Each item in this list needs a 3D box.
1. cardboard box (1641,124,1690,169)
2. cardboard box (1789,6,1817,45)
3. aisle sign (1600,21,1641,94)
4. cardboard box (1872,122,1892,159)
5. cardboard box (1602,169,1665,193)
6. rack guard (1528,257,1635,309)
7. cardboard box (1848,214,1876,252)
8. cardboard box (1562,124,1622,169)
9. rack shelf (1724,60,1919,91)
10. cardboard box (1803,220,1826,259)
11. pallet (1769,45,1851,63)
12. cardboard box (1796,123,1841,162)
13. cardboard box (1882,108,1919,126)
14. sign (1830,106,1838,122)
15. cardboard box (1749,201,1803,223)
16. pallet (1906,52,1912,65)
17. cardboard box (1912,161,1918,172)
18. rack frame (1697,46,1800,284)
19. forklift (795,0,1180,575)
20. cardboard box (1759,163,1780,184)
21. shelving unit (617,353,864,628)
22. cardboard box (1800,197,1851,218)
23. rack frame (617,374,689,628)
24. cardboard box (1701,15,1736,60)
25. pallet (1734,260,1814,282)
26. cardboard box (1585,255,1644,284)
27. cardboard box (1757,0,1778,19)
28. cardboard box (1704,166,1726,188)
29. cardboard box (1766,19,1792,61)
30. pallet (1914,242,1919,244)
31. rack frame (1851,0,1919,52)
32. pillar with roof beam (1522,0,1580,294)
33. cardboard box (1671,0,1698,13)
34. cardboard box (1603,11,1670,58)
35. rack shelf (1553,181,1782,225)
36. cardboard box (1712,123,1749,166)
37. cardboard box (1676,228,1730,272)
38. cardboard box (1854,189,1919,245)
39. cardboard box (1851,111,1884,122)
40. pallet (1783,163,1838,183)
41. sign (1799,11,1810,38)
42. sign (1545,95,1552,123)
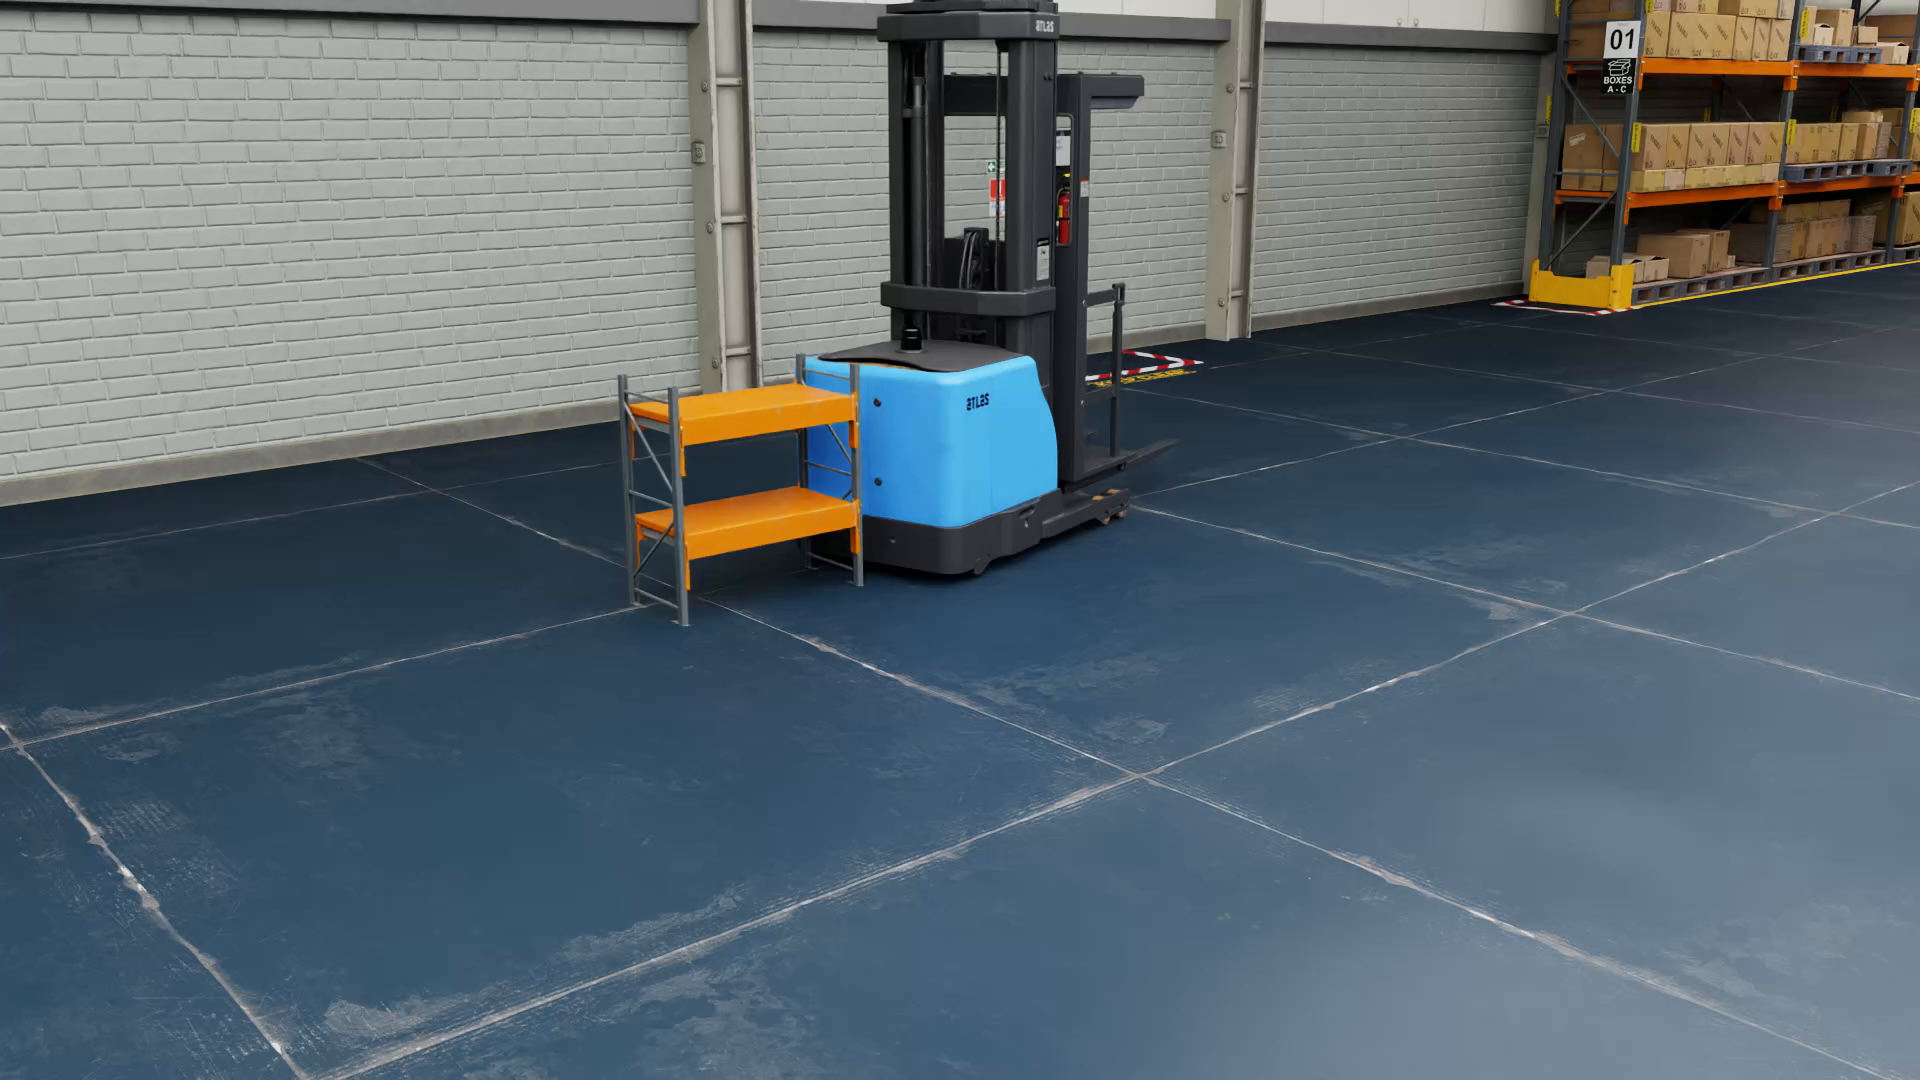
[{"bbox_3d":[8.230,-4.648,19.637,0.500,0.500,0.500,-13,19,-39],"label":"cardboard box"},{"bbox_3d":[10.775,-6.699,21.698,0.500,0.500,0.500,-9,18,-32],"label":"cardboard box"},{"bbox_3d":[7.435,-5.430,18.728,0.004,0.787,0.394,-13,19,-39],"label":"aisle sign"},{"bbox_3d":[12.980,-5.779,24.026,0.700,0.500,0.500,13,20,40],"label":"cardboard box"},{"bbox_3d":[7.869,-4.202,19.422,0.500,0.250,0.500,-13,20,-41],"label":"cardboard box"},{"bbox_3d":[7.350,-3.050,19.698,0.348,0.500,1.175,-13,19,-39],"label":"rack guard"},{"bbox_3d":[12.819,-4.472,24.172,0.500,0.500,0.700,-12,19,-39],"label":"cardboard box"},{"bbox_3d":[7.509,-4.665,19.701,0.500,0.500,0.500,-13,20,-40],"label":"cardboard box"},{"bbox_3d":[11.819,-6.362,22.838,4.000,0.370,1.077,-13,19,-39],"label":"rack shelf"},{"bbox_3d":[11.623,-4.231,23.267,0.500,0.500,0.700,-12,19,-39],"label":"cardboard box"},{"bbox_3d":[10.846,-6.364,21.815,1.003,0.211,1.213,-13,19,-39],"label":"pallet"},{"bbox_3d":[11.619,-5.473,22.882,0.500,0.500,0.700,-10,18,-32],"label":"cardboard box"},{"bbox_3d":[13.861,-6.195,24.369,0.500,0.250,0.500,-12,19,-38],"label":"cardboard box"},{"bbox_3d":[12.961,-6.266,24.654,0.005,0.325,0.100,-13,19,-39],"label":"sign"},{"bbox_3d":[11.185,-4.492,22.794,0.500,0.250,0.500,-13,20,-41],"label":"cardboard box"},{"bbox_3d":[13.779,-7.077,24.485,1.003,0.211,1.213,-12,19,-37],"label":"pallet"},{"bbox_3d":[13.924,-5.540,24.624,0.250,0.149,0.380,-12,19,-39],"label":"cardboard box"},{"bbox_3d":[10.310,-4.922,21.864,0.127,3.000,1.000,-13,19,-39],"label":"rack frame"},{"bbox_3d":[0.341,-1.566,9.434,1.130,2.935,3.031,9,18,31],"label":"forklift"},{"bbox_3d":[10.152,-4.720,21.360,0.500,0.250,0.500,-13,19,-39],"label":"cardboard box"},{"bbox_3d":[-1.047,-0.271,8.086,1.048,1.125,0.538,-12,19,-39],"label":"shelving unit"},{"bbox_3d":[12.348,-4.750,23.760,0.500,0.250,0.500,-12,19,-38],"label":"cardboard box"},{"bbox_3d":[-1.435,-0.187,7.769,0.032,1.125,0.500,-12,19,-39],"label":"rack frame"},{"bbox_3d":[8.917,-6.027,19.957,0.500,0.500,0.500,-11,19,-36],"label":"cardboard box"},{"bbox_3d":[10.897,-3.707,22.719,1.213,0.211,1.003,-13,19,-39],"label":"pallet"},{"bbox_3d":[7.874,-3.258,19.991,0.500,0.311,0.500,13,20,41],"label":"cardboard box"},{"bbox_3d":[9.701,-6.679,20.460,0.500,0.500,0.500,-11,19,-36],"label":"cardboard box"},{"bbox_3d":[9.023,-4.464,20.400,0.500,0.250,0.500,-12,19,-39],"label":"cardboard box"},{"bbox_3d":[10.090,-6.295,20.960,0.500,0.500,0.500,-12,19,-38],"label":"cardboard box"},{"bbox_3d":[14.892,-4.577,25.976,1.213,0.211,1.003,-13,19,-39],"label":"pallet"},{"bbox_3d":[13.328,-8.498,23.627,0.127,3.000,1.000,-13,19,-39],"label":"rack frame"},{"bbox_3d":[10.079,-6.592,16.490,0.400,9.000,9.100,-13,19,-39],"label":"pillar with roof beam"},{"bbox_3d":[8.154,-6.328,19.144,0.500,0.500,0.500,-13,20,-40],"label":"cardboard box"},{"bbox_3d":[7.709,-5.760,18.955,0.500,0.500,0.500,-12,19,-38],"label":"cardboard box"},{"bbox_3d":[8.801,-4.236,20.689,4.000,0.370,1.077,-13,19,-39],"label":"rack shelf"},{"bbox_3d":[9.397,-4.912,20.627,0.500,0.500,0.500,-13,20,-41],"label":"cardboard box"},{"bbox_3d":[9.553,-3.743,21.443,0.500,0.500,0.500,14,21,43],"label":"cardboard box"},{"bbox_3d":[13.969,-4.863,24.995,0.750,0.750,0.750,-13,20,-40],"label":"cardboard box"},{"bbox_3d":[13.087,-6.110,24.007,0.380,0.149,0.250,13,20,40],"label":"cardboard box"},{"bbox_3d":[10.982,-4.930,22.268,1.213,0.211,1.003,-13,19,-39],"label":"pallet"},{"bbox_3d":[10.672,-6.517,21.020,0.005,0.325,0.100,-13,19,-39],"label":"sign"},{"bbox_3d":[6.943,-5.068,19.554,0.005,0.325,0.100,-13,19,-39],"label":"sign"}]
